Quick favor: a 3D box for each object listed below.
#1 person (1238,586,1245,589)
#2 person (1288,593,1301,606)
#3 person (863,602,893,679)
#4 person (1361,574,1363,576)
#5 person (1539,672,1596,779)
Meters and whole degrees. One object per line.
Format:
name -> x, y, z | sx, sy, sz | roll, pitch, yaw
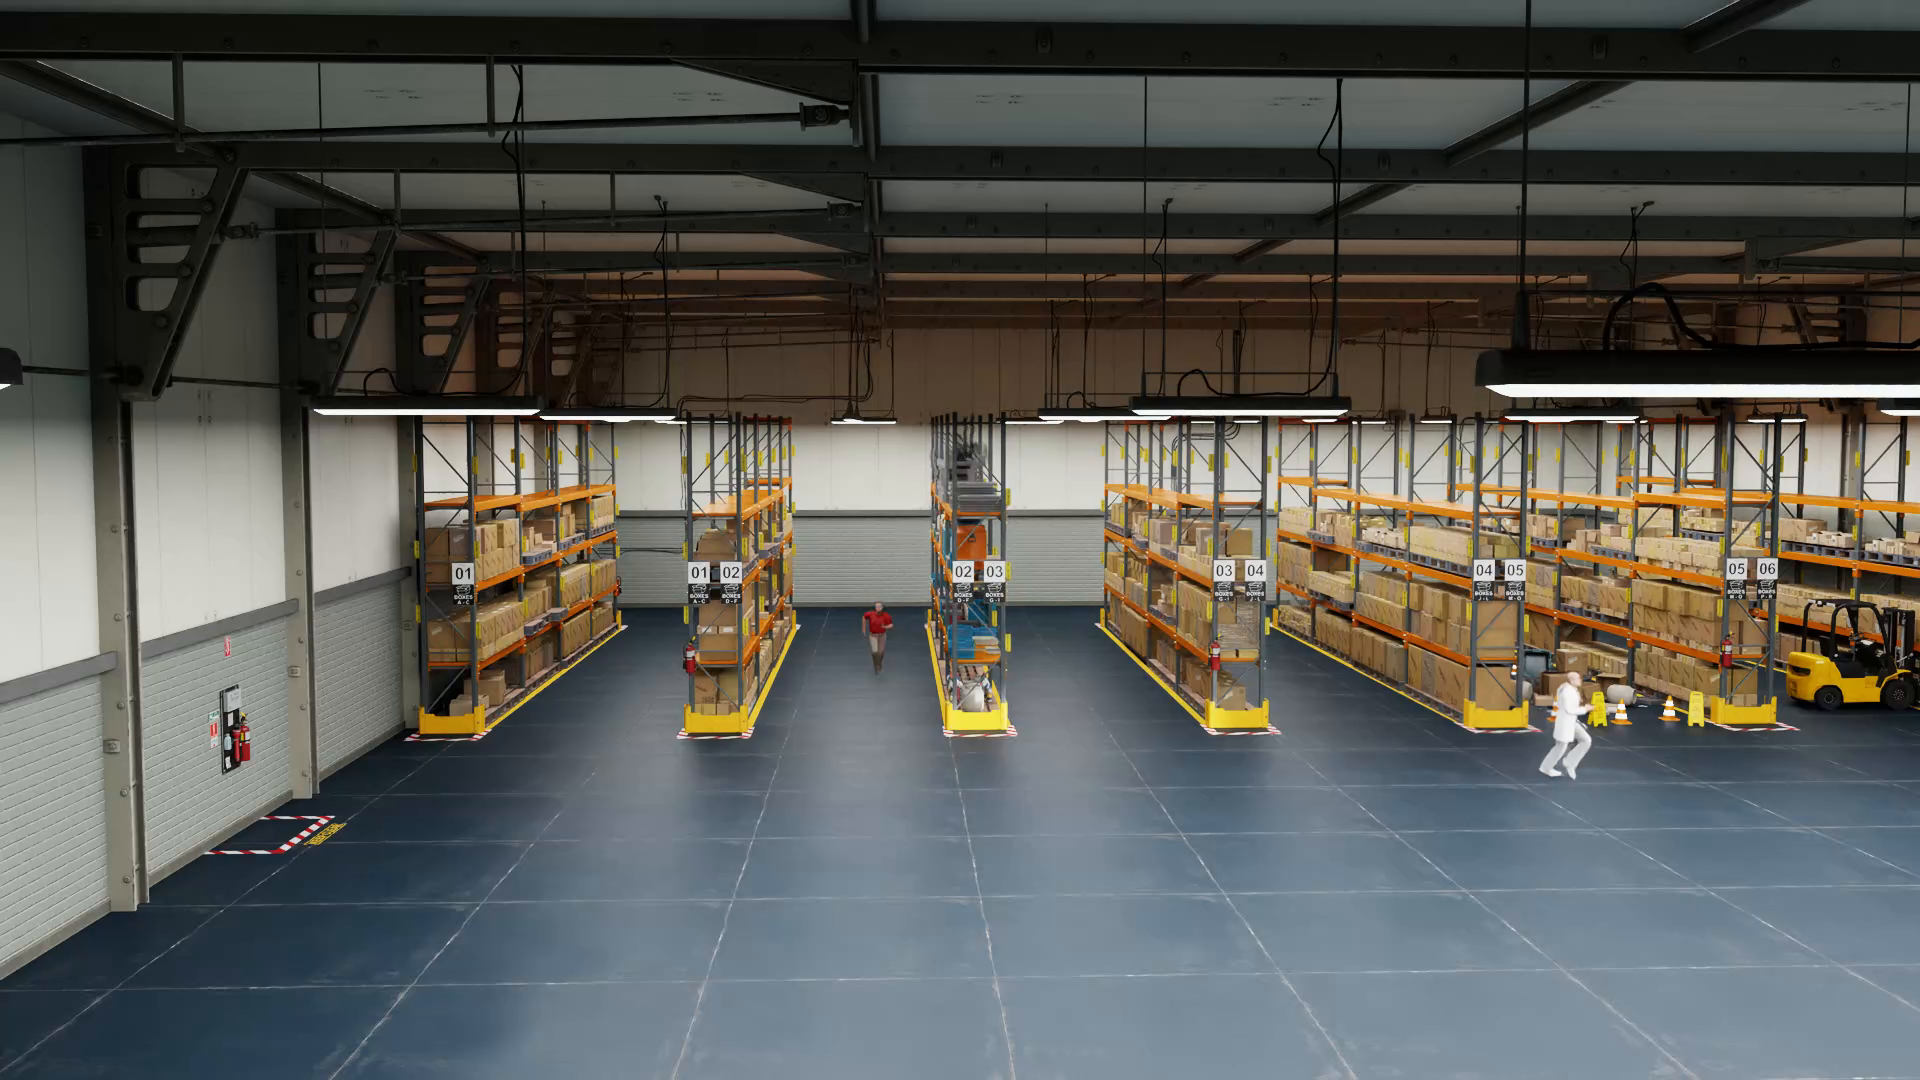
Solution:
person -> 8.002, 1.698, 46.731 | 0.701, 1.739, 0.651 | 0, 4, 5
person -> 9.956, 1.552, 49.082 | 0.558, 1.693, 0.736 | 2, 4, 28
person -> -1.881, 2.289, 38.077 | 0.686, 1.777, 0.861 | 0, 4, -6
person -> 11.352, 1.745, 46.870 | 0.521, 1.597, 0.717 | 0, 4, -1
person -> 9.849, 3.001, 26.947 | 0.880, 1.763, 0.747 | 3, 5, 33
